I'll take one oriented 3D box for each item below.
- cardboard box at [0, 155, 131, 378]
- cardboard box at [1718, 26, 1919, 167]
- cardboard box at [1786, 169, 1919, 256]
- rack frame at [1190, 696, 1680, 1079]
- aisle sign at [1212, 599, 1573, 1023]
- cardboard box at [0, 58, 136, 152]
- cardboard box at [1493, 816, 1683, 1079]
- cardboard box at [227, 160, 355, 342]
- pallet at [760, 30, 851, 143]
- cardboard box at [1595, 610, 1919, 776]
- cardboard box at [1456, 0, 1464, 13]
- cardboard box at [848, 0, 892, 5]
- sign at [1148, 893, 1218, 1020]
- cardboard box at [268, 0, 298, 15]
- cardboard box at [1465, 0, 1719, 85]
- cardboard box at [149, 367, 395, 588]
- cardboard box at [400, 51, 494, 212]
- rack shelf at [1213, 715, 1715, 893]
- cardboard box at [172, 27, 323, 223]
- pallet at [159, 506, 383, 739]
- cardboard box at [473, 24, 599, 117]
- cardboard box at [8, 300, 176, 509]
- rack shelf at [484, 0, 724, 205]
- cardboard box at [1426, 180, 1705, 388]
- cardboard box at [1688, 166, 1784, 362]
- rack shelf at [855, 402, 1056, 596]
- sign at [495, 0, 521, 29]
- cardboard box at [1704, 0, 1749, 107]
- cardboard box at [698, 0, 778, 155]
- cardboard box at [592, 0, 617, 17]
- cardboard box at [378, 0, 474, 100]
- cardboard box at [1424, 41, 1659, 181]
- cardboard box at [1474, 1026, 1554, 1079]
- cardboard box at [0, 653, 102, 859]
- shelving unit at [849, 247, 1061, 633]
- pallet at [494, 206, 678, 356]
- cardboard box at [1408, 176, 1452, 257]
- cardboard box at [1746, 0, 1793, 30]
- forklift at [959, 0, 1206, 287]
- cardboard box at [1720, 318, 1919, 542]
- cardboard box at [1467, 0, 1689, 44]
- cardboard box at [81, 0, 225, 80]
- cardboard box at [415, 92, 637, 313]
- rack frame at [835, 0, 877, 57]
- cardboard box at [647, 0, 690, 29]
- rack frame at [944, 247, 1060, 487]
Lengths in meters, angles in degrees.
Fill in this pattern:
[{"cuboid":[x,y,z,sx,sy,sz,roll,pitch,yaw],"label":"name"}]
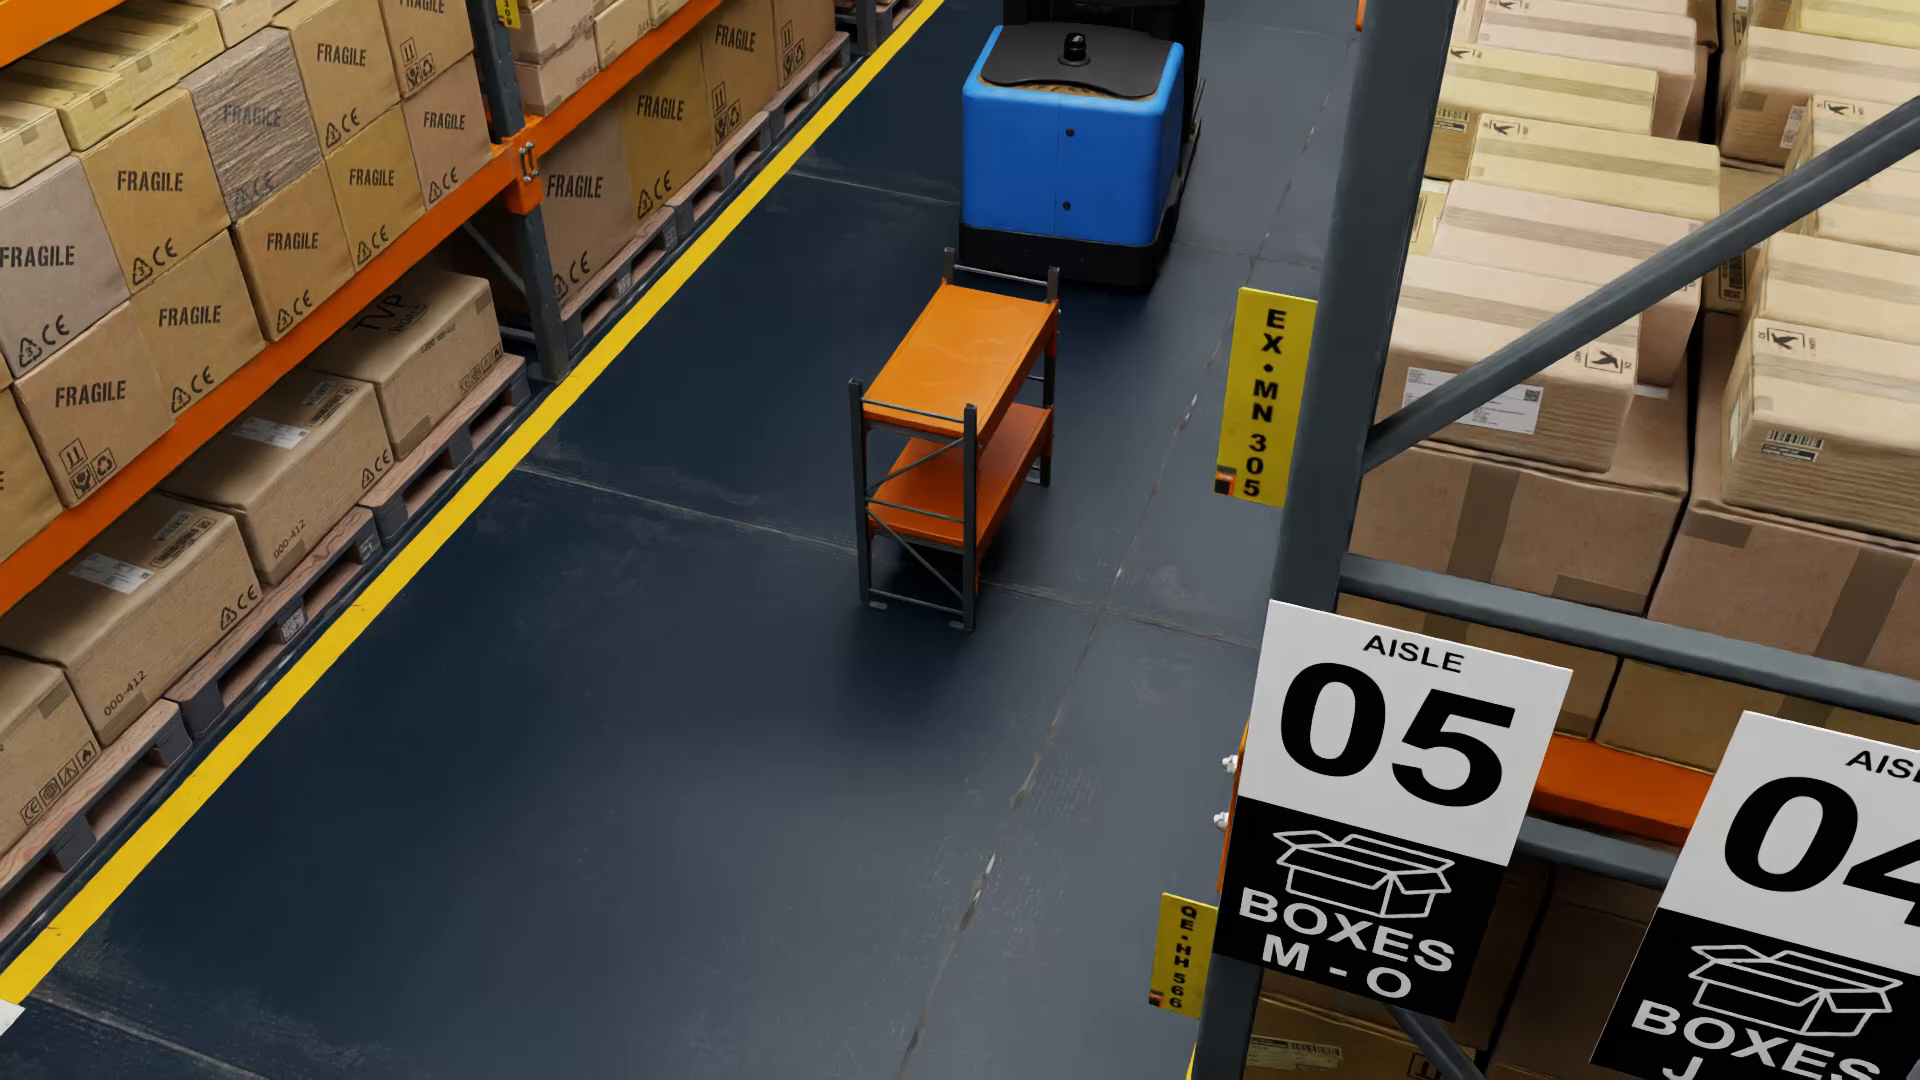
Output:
[{"cuboid":[-3.007,-0.883,5.126,0.500,0.500,0.500,13,42,15],"label":"cardboard box"},{"cuboid":[1.571,-0.768,2.951,0.380,0.149,0.250,14,43,16],"label":"cardboard box"},{"cuboid":[1.498,-0.439,2.566,0.380,0.149,0.250,13,42,15],"label":"cardboard box"},{"cuboid":[0.908,1.435,3.257,1.000,3.000,0.127,13,42,15],"label":"rack frame"},{"cuboid":[0.601,0.424,2.439,0.394,0.787,0.004,13,42,15],"label":"aisle sign"},{"cuboid":[-2.827,-1.359,5.185,0.380,0.149,0.250,12,42,14],"label":"cardboard box"},{"cuboid":[1.311,0.688,3.056,0.500,0.500,0.500,13,42,15],"label":"cardboard box"},{"cuboid":[-2.658,-1.115,6.169,0.500,0.500,0.500,13,42,14],"label":"cardboard box"},{"cuboid":[-1.383,-2.957,10.553,1.003,0.211,1.213,13,42,15],"label":"pallet"},{"cuboid":[1.302,0.134,2.587,0.500,0.250,0.500,15,43,17],"label":"cardboard box"},{"cuboid":[1.510,-1.244,4.202,0.500,0.250,0.500,15,43,17],"label":"cardboard box"},{"cuboid":[-0.840,-3.984,11.310,0.950,0.372,0.625,11,42,12],"label":"cardboard box"},{"cuboid":[0.393,0.739,2.937,0.100,0.325,0.005,13,42,15],"label":"sign"},{"cuboid":[-2.573,-2.004,5.940,0.380,0.149,0.250,13,42,15],"label":"cardboard box"},{"cuboid":[1.361,-1.106,3.655,0.500,0.250,0.500,12,42,13],"label":"cardboard box"},{"cuboid":[-3.031,-0.322,6.966,0.875,0.438,0.875,12,42,14],"label":"cardboard box"},{"cuboid":[-2.329,-1.740,6.902,0.500,0.500,0.500,14,42,15],"label":"cardboard box"},{"cuboid":[1.592,-0.652,3.947,1.077,0.370,4.000,13,42,15],"label":"rack shelf"},{"cuboid":[-2.658,-1.491,5.839,0.500,0.500,0.500,14,42,16],"label":"cardboard box"},{"cuboid":[-3.159,0.212,6.839,1.003,0.211,1.213,13,42,15],"label":"pallet"},{"cuboid":[-2.012,-2.195,7.627,0.500,0.250,0.500,12,42,14],"label":"cardboard box"},{"cuboid":[-3.006,-0.490,5.436,0.500,0.500,0.500,13,42,15],"label":"cardboard box"},{"cuboid":[-1.726,-2.988,8.995,1.077,0.370,4.000,13,42,15],"label":"rack shelf"},{"cuboid":[0.902,-0.392,2.511,0.380,0.149,0.250,14,42,16],"label":"cardboard box"},{"cuboid":[1.480,-0.368,2.790,0.500,0.250,0.500,13,42,15],"label":"cardboard box"},{"cuboid":[-0.002,-0.238,7.039,0.538,0.278,1.000,13,42,15],"label":"rack shelf"},{"cuboid":[-1.888,-2.279,6.882,0.100,0.325,0.005,13,42,15],"label":"sign"},{"cuboid":[1.836,-0.982,3.510,0.500,0.250,0.500,12,42,13],"label":"cardboard box"},{"cuboid":[-1.666,-2.887,9.636,0.875,0.875,0.875,14,42,16],"label":"cardboard box"},{"cuboid":[-1.843,-2.705,7.840,0.500,0.250,0.500,14,42,16],"label":"cardboard box"},{"cuboid":[-2.312,-2.111,6.566,0.500,0.500,0.500,13,42,15],"label":"cardboard box"},{"cuboid":[0.998,-0.730,2.906,0.380,0.149,0.250,14,42,16],"label":"cardboard box"},{"cuboid":[1.321,1.071,3.377,0.500,0.500,0.500,15,43,17],"label":"cardboard box"},{"cuboid":[-3.646,0.788,5.666,0.875,0.438,0.875,12,42,14],"label":"cardboard box"},{"cuboid":[-0.002,-0.424,6.880,0.538,1.125,1.048,13,42,15],"label":"shelving unit"},{"cuboid":[-2.217,-1.468,8.808,1.003,0.211,1.213,13,42,15],"label":"pallet"},{"cuboid":[1.000,-0.489,2.931,0.500,0.250,0.500,12,42,14],"label":"cardboard box"},{"cuboid":[1.792,-1.079,3.316,0.380,0.149,0.250,15,43,17],"label":"cardboard box"},{"cuboid":[0.834,-3.402,8.979,1.130,2.935,3.031,9,41,10],"label":"forklift"},{"cuboid":[1.233,-0.138,2.213,0.380,0.149,0.250,13,42,15],"label":"cardboard box"},{"cuboid":[1.213,-1.033,3.262,0.380,0.149,0.250,14,42,16],"label":"cardboard box"},{"cuboid":[-2.713,-1.683,5.564,0.380,0.149,0.250,12,42,14],"label":"cardboard box"},{"cuboid":[-2.273,-1.789,8.350,0.875,0.875,0.875,15,43,16],"label":"cardboard box"},{"cuboid":[-1.042,-4.482,10.192,1.000,3.000,0.127,13,42,15],"label":"rack frame"},{"cuboid":[-1.646,-2.820,8.359,0.500,0.250,0.500,13,42,15],"label":"cardboard box"},{"cuboid":[0.172,-0.734,7.243,0.500,1.125,0.032,13,42,15],"label":"rack frame"}]
